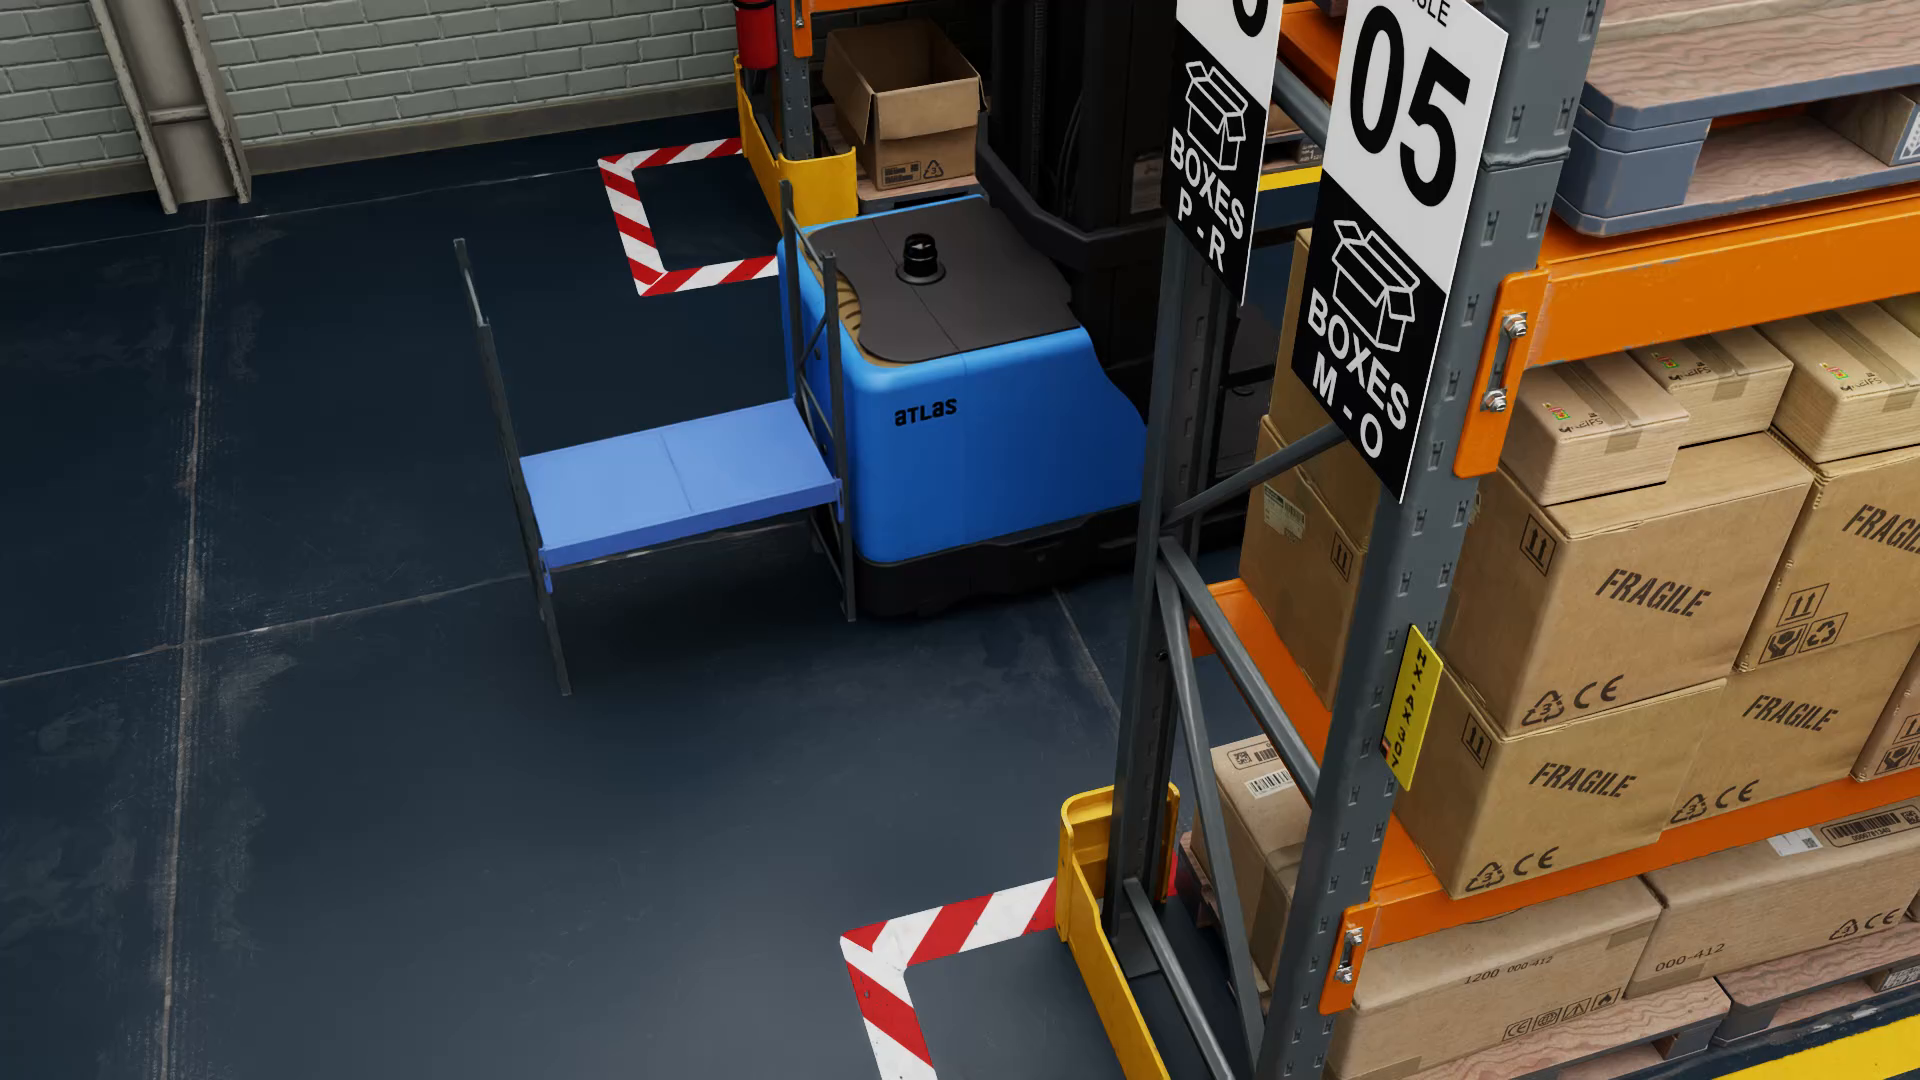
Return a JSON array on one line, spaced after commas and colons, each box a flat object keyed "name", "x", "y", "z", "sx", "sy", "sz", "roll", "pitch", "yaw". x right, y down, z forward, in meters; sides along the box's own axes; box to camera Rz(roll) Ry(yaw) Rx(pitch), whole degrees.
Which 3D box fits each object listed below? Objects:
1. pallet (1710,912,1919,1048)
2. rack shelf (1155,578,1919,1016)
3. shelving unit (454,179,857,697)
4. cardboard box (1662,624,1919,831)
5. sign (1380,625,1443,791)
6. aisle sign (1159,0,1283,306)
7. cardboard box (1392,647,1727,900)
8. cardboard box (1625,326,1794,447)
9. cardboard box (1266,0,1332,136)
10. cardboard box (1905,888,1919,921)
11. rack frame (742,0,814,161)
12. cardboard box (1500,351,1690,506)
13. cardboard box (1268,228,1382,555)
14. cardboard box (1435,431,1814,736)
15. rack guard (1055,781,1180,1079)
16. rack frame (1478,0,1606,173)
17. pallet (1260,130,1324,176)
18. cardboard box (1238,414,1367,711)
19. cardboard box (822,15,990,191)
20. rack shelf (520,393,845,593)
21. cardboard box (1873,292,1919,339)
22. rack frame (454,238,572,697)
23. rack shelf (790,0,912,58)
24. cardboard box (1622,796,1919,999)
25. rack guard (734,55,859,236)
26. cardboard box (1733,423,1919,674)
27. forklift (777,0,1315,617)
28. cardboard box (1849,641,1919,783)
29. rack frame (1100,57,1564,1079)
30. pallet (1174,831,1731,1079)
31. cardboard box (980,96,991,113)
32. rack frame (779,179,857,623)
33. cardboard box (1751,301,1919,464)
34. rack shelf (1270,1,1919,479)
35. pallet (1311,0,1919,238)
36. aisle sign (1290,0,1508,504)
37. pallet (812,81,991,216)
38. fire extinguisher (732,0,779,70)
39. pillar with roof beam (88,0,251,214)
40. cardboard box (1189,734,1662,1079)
[{"name": "pallet", "x": 2.528, "y": 0.909, "z": 5.050, "sx": 1.213, "sy": 0.211, "sz": 1.003, "roll": -12, "pitch": 42, "yaw": -13}, {"name": "rack shelf", "x": 2.535, "y": 0.180, "z": 4.311, "sx": 4.000, "sy": 0.370, "sz": 1.077, "roll": -12, "pitch": 42, "yaw": -13}, {"name": "shelving unit", "x": -0.946, "y": -0.308, "z": 5.462, "sx": 1.048, "sy": 1.500, "sz": 0.538, "roll": -14, "pitch": 43, "yaw": -16}, {"name": "cardboard box", "x": 1.645, "y": 0.234, "z": 3.626, "sx": 0.500, "sy": 0.500, "sz": 0.500, "roll": -12, "pitch": 43, "yaw": -14}, {"name": "sign", "x": 0.788, "y": 0.298, "z": 2.911, "sx": 0.005, "sy": 0.325, "sz": 0.100, "roll": -12, "pitch": 42, "yaw": -13}, {"name": "aisle sign", "x": 0.465, "y": -0.855, "z": 2.973, "sx": 0.004, "sy": 0.787, "sz": 0.394, "roll": -12, "pitch": 42, "yaw": -13}, {"name": "cardboard box", "x": 1.171, "y": 0.352, "z": 3.491, "sx": 0.500, "sy": 0.500, "sz": 0.500, "roll": -12, "pitch": 43, "yaw": -13}, {"name": "cardboard box", "x": 1.277, "y": -0.347, "z": 3.038, "sx": 0.250, "sy": 0.149, "sz": 0.380, "roll": -11, "pitch": 42, "yaw": -12}, {"name": "cardboard box", "x": 1.561, "y": -2.438, "z": 8.341, "sx": 0.500, "sy": 0.500, "sz": 0.700, "roll": -13, "pitch": 43, "yaw": -15}, {"name": "cardboard box", "x": 2.957, "y": 0.554, "z": 4.964, "sx": 0.875, "sy": 0.438, "sz": 0.875, "roll": -13, "pitch": 43, "yaw": -14}, {"name": "rack frame", "x": -0.868, "y": -2.810, "z": 7.186, "sx": 0.127, "sy": 3.000, "sz": 1.000, "roll": -12, "pitch": 42, "yaw": -13}, {"name": "cardboard box", "x": 1.049, "y": -0.251, "z": 2.928, "sx": 0.250, "sy": 0.149, "sz": 0.380, "roll": -11, "pitch": 42, "yaw": -12}, {"name": "cardboard box", "x": 1.015, "y": -0.355, "z": 3.540, "sx": 0.500, "sy": 0.500, "sz": 0.500, "roll": -10, "pitch": 42, "yaw": -12}, {"name": "cardboard box", "x": 1.170, "y": -0.026, "z": 3.164, "sx": 0.500, "sy": 0.500, "sz": 0.500, "roll": -13, "pitch": 43, "yaw": -14}, {"name": "rack guard", "x": 0.604, "y": 1.250, "z": 4.439, "sx": 0.348, "sy": 0.500, "sz": 1.175, "roll": -12, "pitch": 42, "yaw": -13}, {"name": "rack frame", "x": 0.627, "y": -1.955, "z": 1.648, "sx": 0.127, "sy": 3.000, "sz": 1.000, "roll": -12, "pitch": 42, "yaw": -13}, {"name": "pallet", "x": 1.127, "y": -2.172, "z": 8.575, "sx": 1.213, "sy": 0.211, "sz": 1.003, "roll": -12, "pitch": 42, "yaw": -13}, {"name": "cardboard box", "x": 1.008, "y": 0.005, "z": 3.888, "sx": 0.500, "sy": 0.500, "sz": 0.500, "roll": -11, "pitch": 42, "yaw": -13}, {"name": "cardboard box", "x": -0.256, "y": -2.089, "z": 7.940, "sx": 0.637, "sy": 0.503, "sz": 0.797, "roll": -13, "pitch": 43, "yaw": -15}, {"name": "rack shelf", "x": -0.946, "y": -0.172, "z": 5.581, "sx": 1.000, "sy": 0.185, "sz": 0.538, "roll": -14, "pitch": 43, "yaw": -16}, {"name": "cardboard box", "x": 1.805, "y": -0.390, "z": 3.087, "sx": 0.250, "sy": 0.149, "sz": 0.380, "roll": -13, "pitch": 43, "yaw": -14}, {"name": "rack frame", "x": -1.421, "y": -0.189, "z": 5.326, "sx": 0.032, "sy": 1.500, "sz": 0.500, "roll": -14, "pitch": 43, "yaw": -16}, {"name": "rack shelf", "x": 1.040, "y": -2.934, "z": 7.876, "sx": 4.000, "sy": 0.370, "sz": 1.077, "roll": -12, "pitch": 42, "yaw": -13}, {"name": "cardboard box", "x": 2.097, "y": 0.732, "z": 4.761, "sx": 0.875, "sy": 0.438, "sz": 0.875, "roll": -11, "pitch": 42, "yaw": -12}, {"name": "rack guard", "x": -0.795, "y": -1.884, "z": 8.026, "sx": 0.348, "sy": 0.500, "sz": 1.175, "roll": -12, "pitch": 42, "yaw": -13}, {"name": "cardboard box", "x": 1.661, "y": -0.133, "z": 3.286, "sx": 0.500, "sy": 0.500, "sz": 0.500, "roll": -13, "pitch": 43, "yaw": -14}, {"name": "forklift", "x": 0.910, "y": -1.436, "z": 5.666, "sx": 3.031, "sy": 2.935, "sz": 1.130, "roll": -14, "pitch": 43, "yaw": -16}, {"name": "cardboard box", "x": 2.136, "y": 0.145, "z": 3.728, "sx": 0.500, "sy": 0.500, "sz": 0.500, "roll": -12, "pitch": 43, "yaw": -13}, {"name": "rack frame", "x": 0.627, "y": 0.304, "z": 3.622, "sx": 0.127, "sy": 3.000, "sz": 1.000, "roll": -12, "pitch": 42, "yaw": -13}, {"name": "pallet", "x": 1.366, "y": 1.147, "z": 4.776, "sx": 1.213, "sy": 0.211, "sz": 1.003, "roll": -12, "pitch": 42, "yaw": -13}, {"name": "cardboard box", "x": 0.161, "y": -2.015, "z": 8.125, "sx": 0.250, "sy": 0.149, "sz": 0.380, "roll": -13, "pitch": 43, "yaw": -15}, {"name": "rack frame", "x": -0.471, "y": -0.427, "z": 5.599, "sx": 0.032, "sy": 1.500, "sz": 0.500, "roll": -14, "pitch": 43, "yaw": -16}, {"name": "cardboard box", "x": 1.560, "y": -0.327, "z": 3.015, "sx": 0.250, "sy": 0.149, "sz": 0.380, "roll": -10, "pitch": 42, "yaw": -12}, {"name": "rack shelf", "x": 2.535, "y": -0.950, "z": 3.324, "sx": 4.000, "sy": 0.370, "sz": 1.077, "roll": -12, "pitch": 42, "yaw": -13}, {"name": "pallet", "x": 1.331, "y": -0.945, "z": 2.839, "sx": 1.213, "sy": 0.211, "sz": 1.003, "roll": -12, "pitch": 42, "yaw": -13}, {"name": "aisle sign", "x": 0.645, "y": -0.479, "z": 2.542, "sx": 0.004, "sy": 0.787, "sz": 0.394, "roll": -12, "pitch": 42, "yaw": -13}, {"name": "pallet", "x": -0.035, "y": -1.933, "z": 8.302, "sx": 1.213, "sy": 0.211, "sz": 1.003, "roll": -12, "pitch": 42, "yaw": -13}, {"name": "fire extinguisher", "x": -0.869, "y": -2.321, "z": 6.969, "sx": 0.183, "sy": 0.674, "sz": 0.296, "roll": -12, "pitch": 42, "yaw": -13}, {"name": "pillar with roof beam", "x": -2.417, "y": -2.400, "z": 2.158, "sx": 0.400, "sy": 9.000, "sz": 9.100, "roll": -12, "pitch": 42, "yaw": -13}, {"name": "cardboard box", "x": 1.226, "y": 0.918, "z": 4.548, "sx": 0.875, "sy": 0.438, "sz": 0.875, "roll": -13, "pitch": 43, "yaw": -15}]
